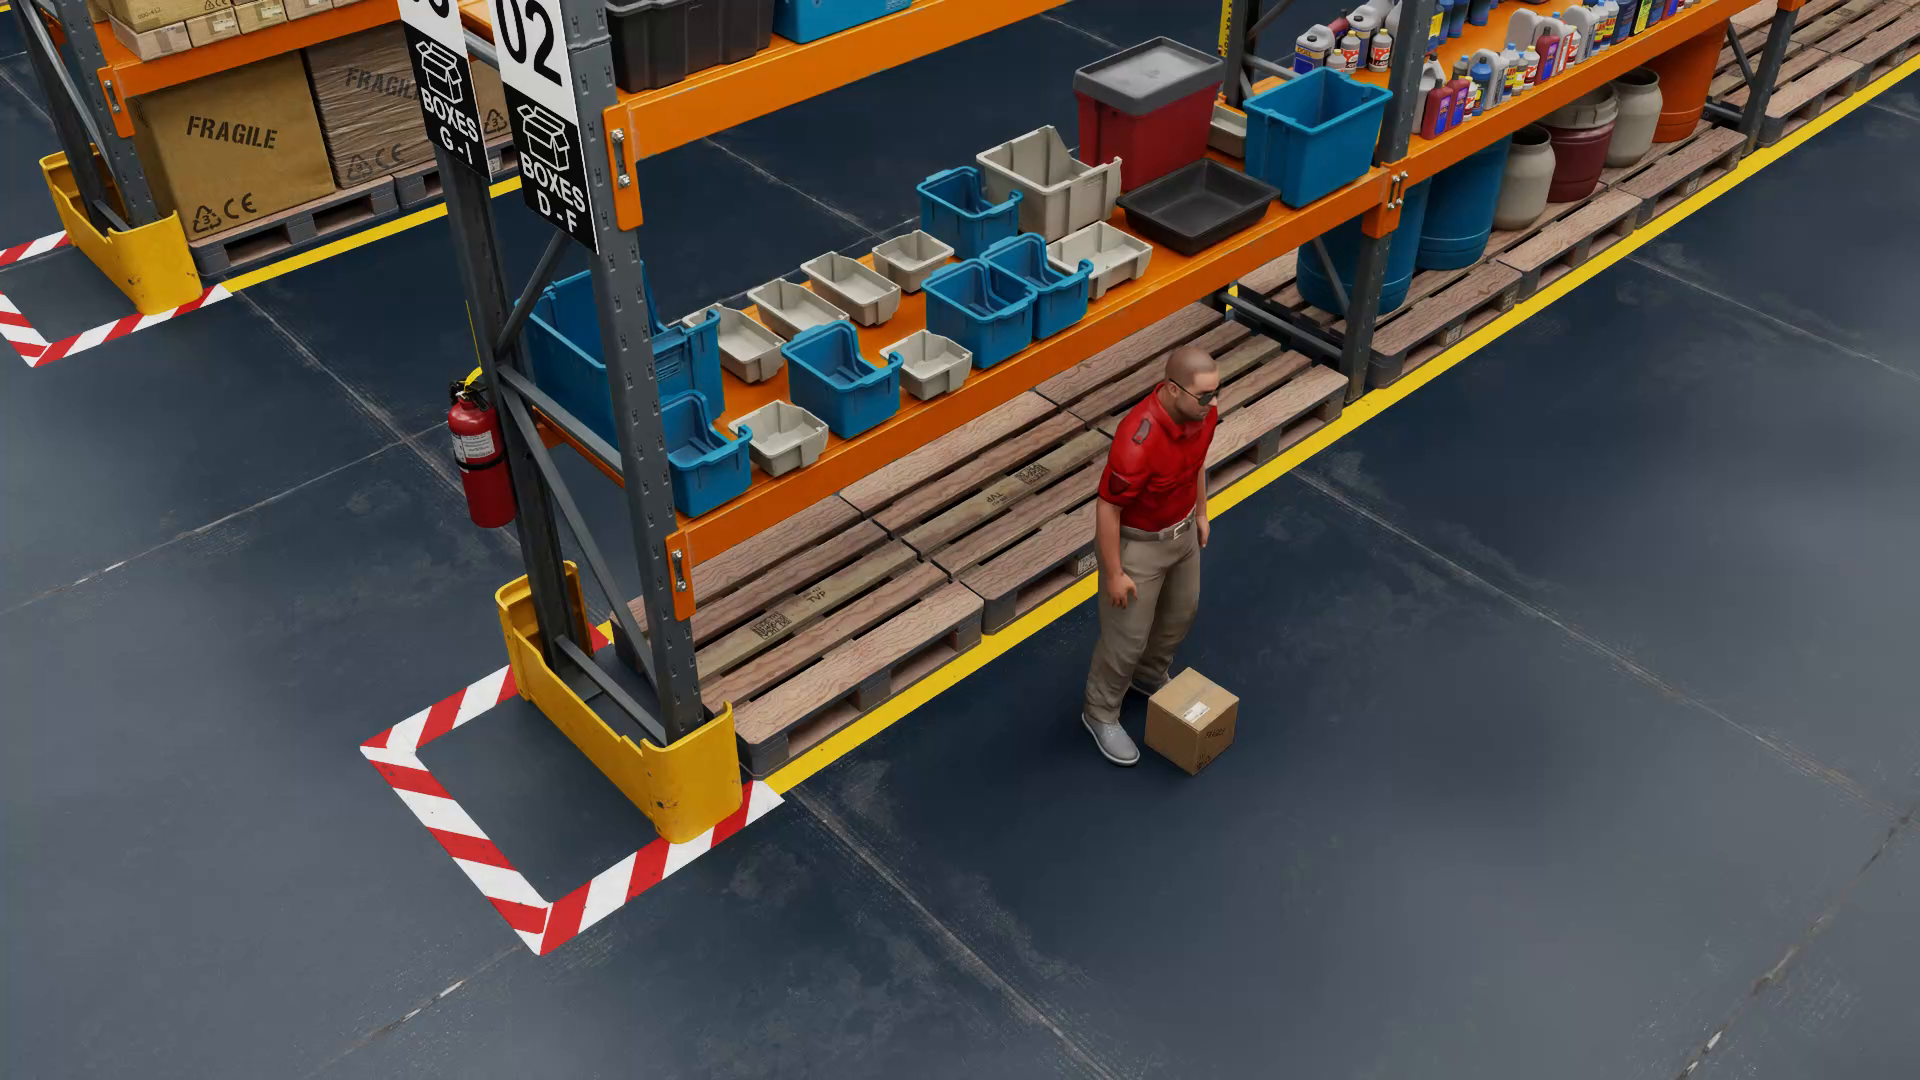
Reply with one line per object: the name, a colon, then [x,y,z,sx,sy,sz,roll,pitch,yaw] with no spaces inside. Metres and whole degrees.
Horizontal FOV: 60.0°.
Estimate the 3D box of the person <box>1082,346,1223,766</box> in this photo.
person: [0.720,0.018,6.146,0.393,1.726,0.601,32,49,32]
